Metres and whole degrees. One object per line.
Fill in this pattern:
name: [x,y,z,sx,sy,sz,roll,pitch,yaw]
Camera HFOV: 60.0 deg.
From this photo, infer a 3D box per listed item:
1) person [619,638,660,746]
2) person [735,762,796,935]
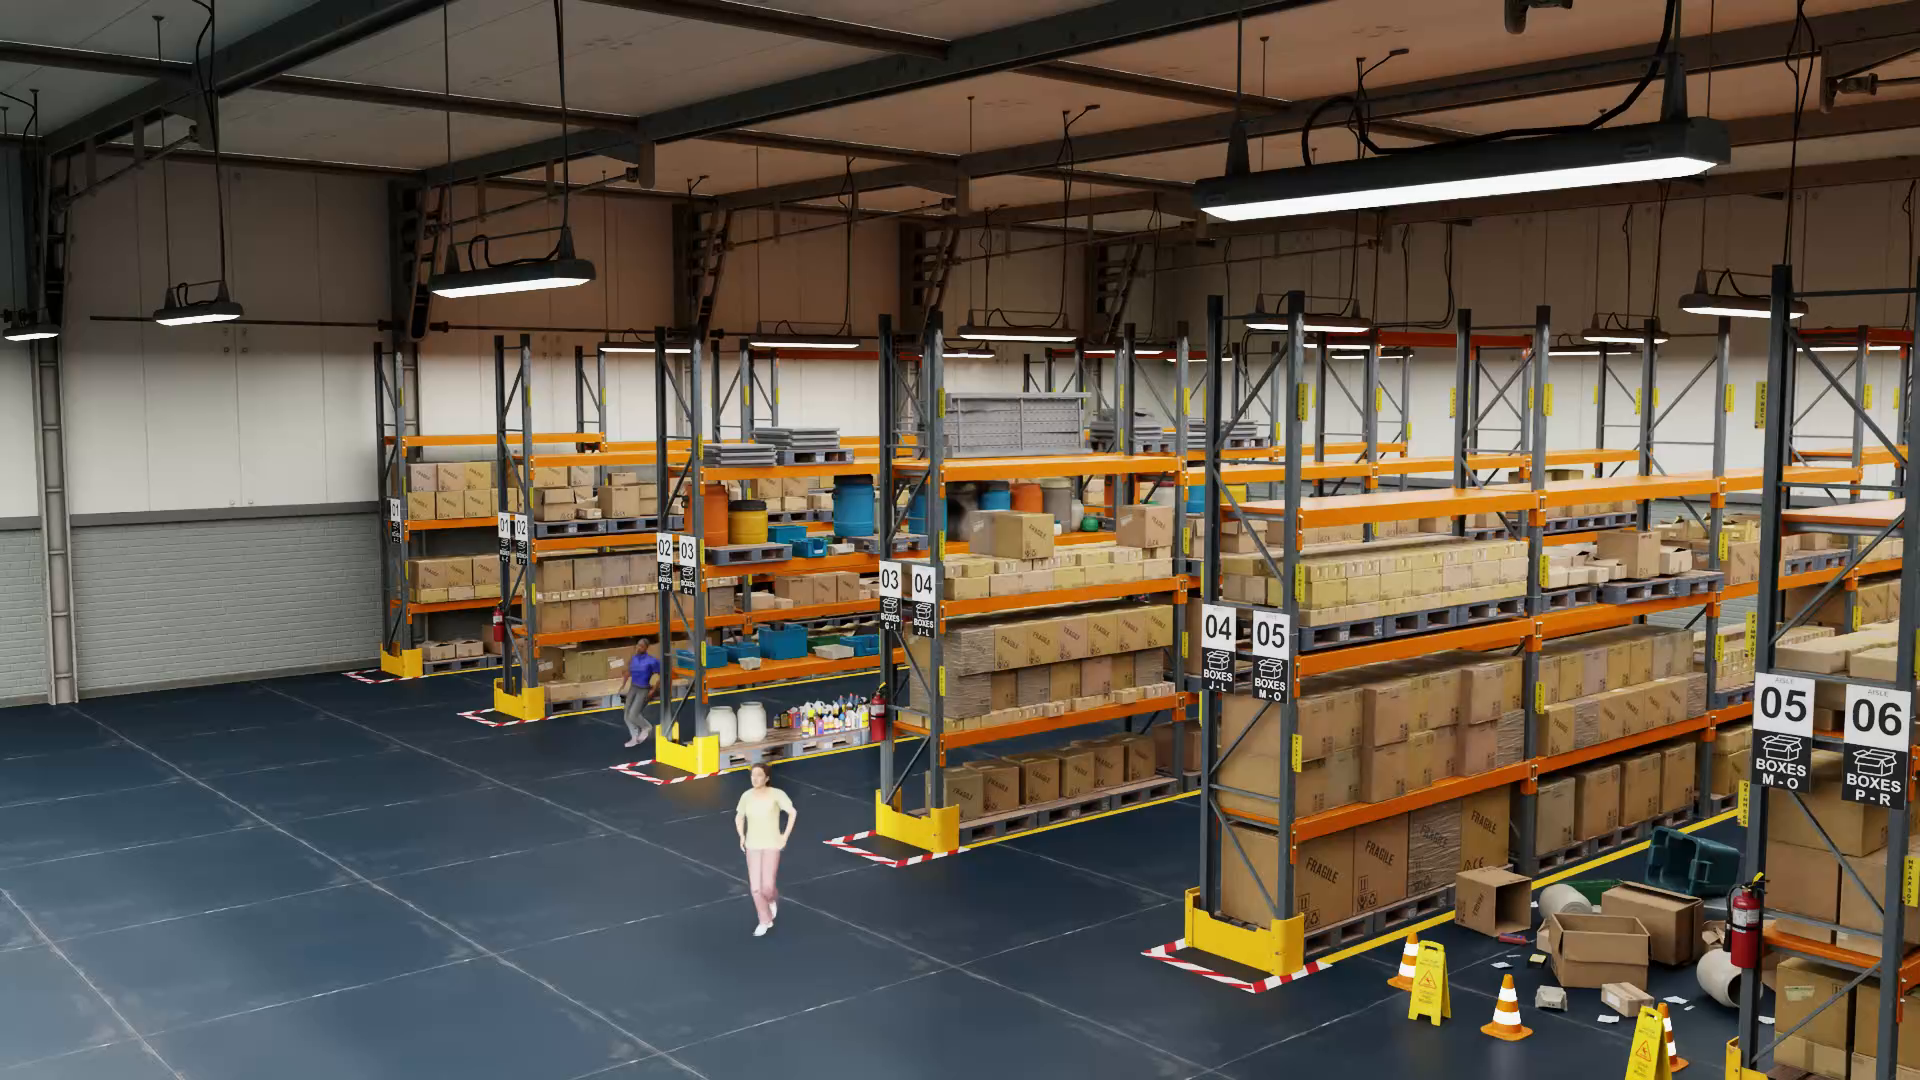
person: [-4.607,2.204,23.912,0.632,1.601,0.501,3,6,33]
person: [-1.869,2.927,15.802,0.584,1.625,0.535,1,5,10]
